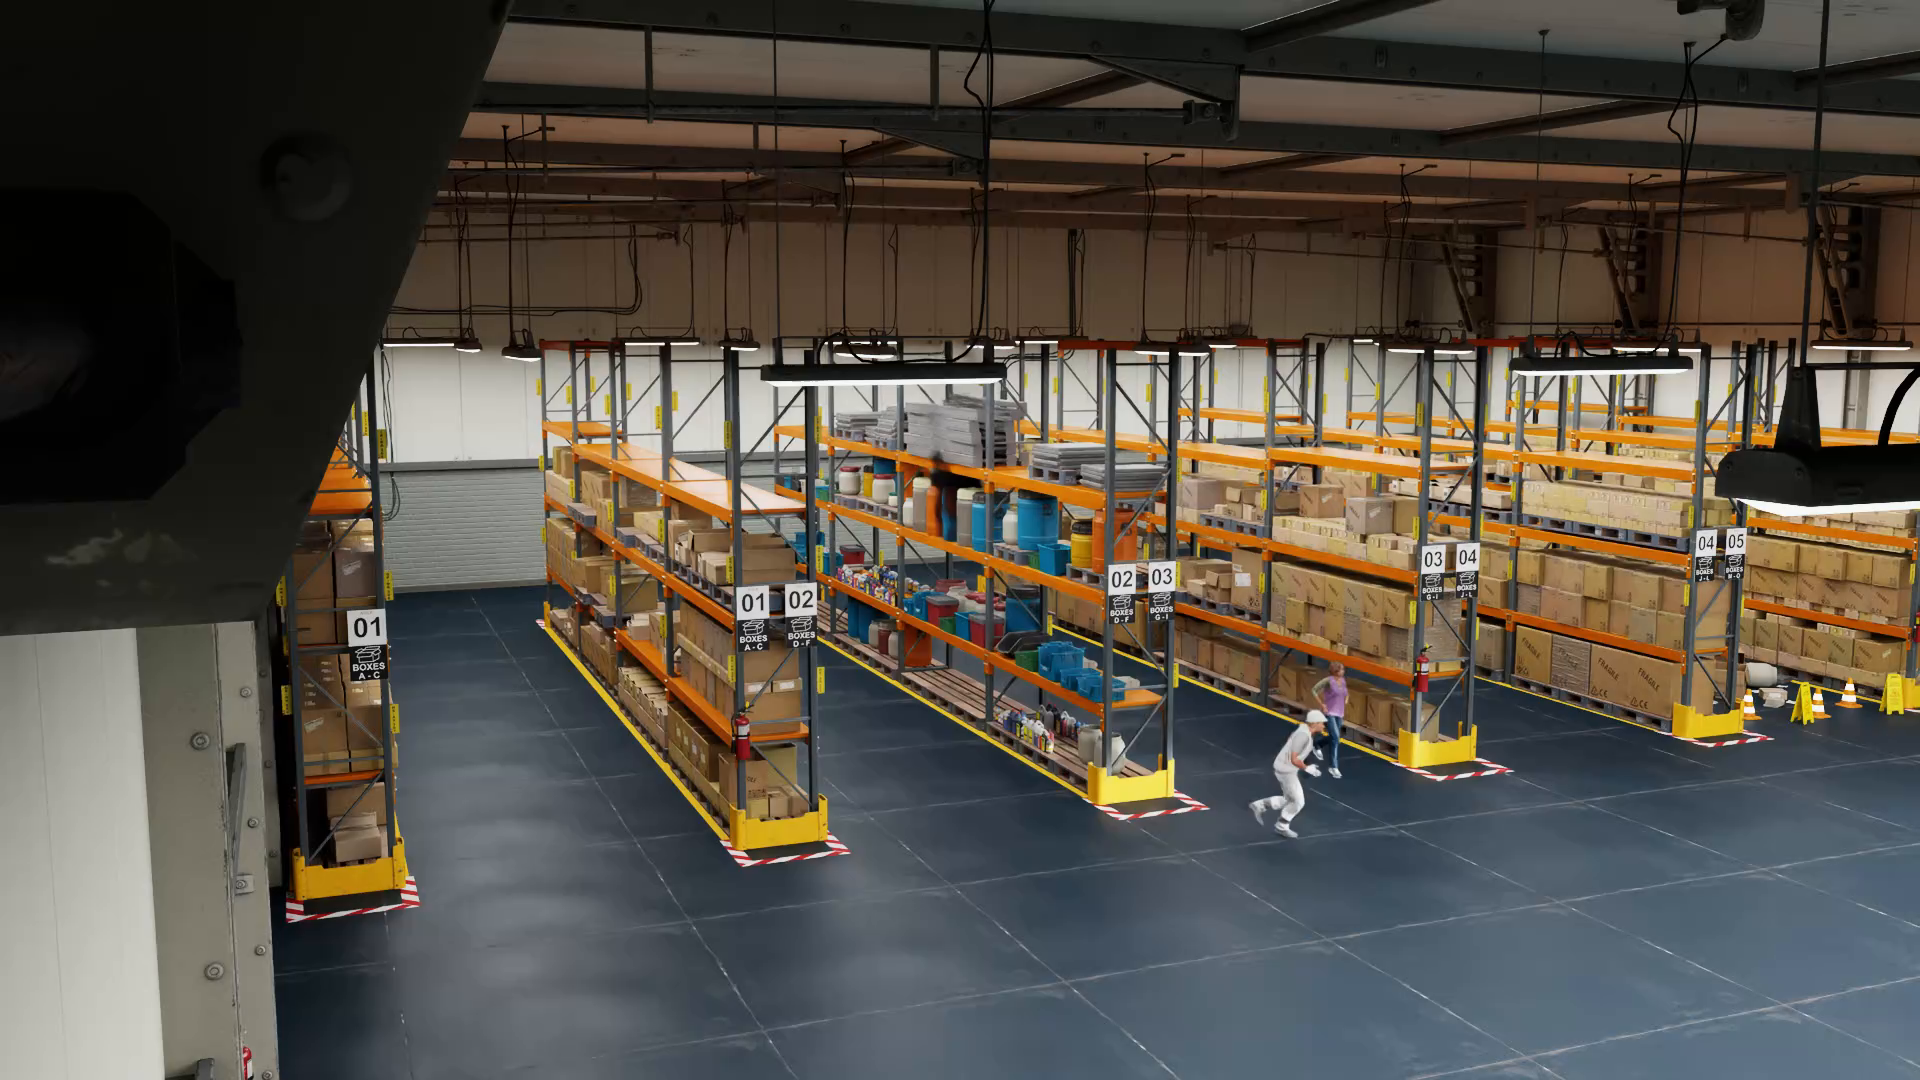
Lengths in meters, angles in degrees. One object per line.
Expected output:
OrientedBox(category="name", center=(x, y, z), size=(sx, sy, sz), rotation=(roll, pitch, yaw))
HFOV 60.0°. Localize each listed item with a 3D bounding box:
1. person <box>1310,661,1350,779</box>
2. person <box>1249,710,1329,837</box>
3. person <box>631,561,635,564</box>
OrientedBox(category="person", center=(5.289, 2.500, 23.634), size=(0.576, 1.588, 0.855), rotation=(-5, 9, -35))
OrientedBox(category="person", center=(4.068, 2.881, 20.589), size=(0.944, 1.626, 0.663), rotation=(2, 8, 15))
OrientedBox(category="person", center=(-7.059, 0.840, 36.077), size=(0.672, 1.612, 0.642), rotation=(2, 8, 17))
